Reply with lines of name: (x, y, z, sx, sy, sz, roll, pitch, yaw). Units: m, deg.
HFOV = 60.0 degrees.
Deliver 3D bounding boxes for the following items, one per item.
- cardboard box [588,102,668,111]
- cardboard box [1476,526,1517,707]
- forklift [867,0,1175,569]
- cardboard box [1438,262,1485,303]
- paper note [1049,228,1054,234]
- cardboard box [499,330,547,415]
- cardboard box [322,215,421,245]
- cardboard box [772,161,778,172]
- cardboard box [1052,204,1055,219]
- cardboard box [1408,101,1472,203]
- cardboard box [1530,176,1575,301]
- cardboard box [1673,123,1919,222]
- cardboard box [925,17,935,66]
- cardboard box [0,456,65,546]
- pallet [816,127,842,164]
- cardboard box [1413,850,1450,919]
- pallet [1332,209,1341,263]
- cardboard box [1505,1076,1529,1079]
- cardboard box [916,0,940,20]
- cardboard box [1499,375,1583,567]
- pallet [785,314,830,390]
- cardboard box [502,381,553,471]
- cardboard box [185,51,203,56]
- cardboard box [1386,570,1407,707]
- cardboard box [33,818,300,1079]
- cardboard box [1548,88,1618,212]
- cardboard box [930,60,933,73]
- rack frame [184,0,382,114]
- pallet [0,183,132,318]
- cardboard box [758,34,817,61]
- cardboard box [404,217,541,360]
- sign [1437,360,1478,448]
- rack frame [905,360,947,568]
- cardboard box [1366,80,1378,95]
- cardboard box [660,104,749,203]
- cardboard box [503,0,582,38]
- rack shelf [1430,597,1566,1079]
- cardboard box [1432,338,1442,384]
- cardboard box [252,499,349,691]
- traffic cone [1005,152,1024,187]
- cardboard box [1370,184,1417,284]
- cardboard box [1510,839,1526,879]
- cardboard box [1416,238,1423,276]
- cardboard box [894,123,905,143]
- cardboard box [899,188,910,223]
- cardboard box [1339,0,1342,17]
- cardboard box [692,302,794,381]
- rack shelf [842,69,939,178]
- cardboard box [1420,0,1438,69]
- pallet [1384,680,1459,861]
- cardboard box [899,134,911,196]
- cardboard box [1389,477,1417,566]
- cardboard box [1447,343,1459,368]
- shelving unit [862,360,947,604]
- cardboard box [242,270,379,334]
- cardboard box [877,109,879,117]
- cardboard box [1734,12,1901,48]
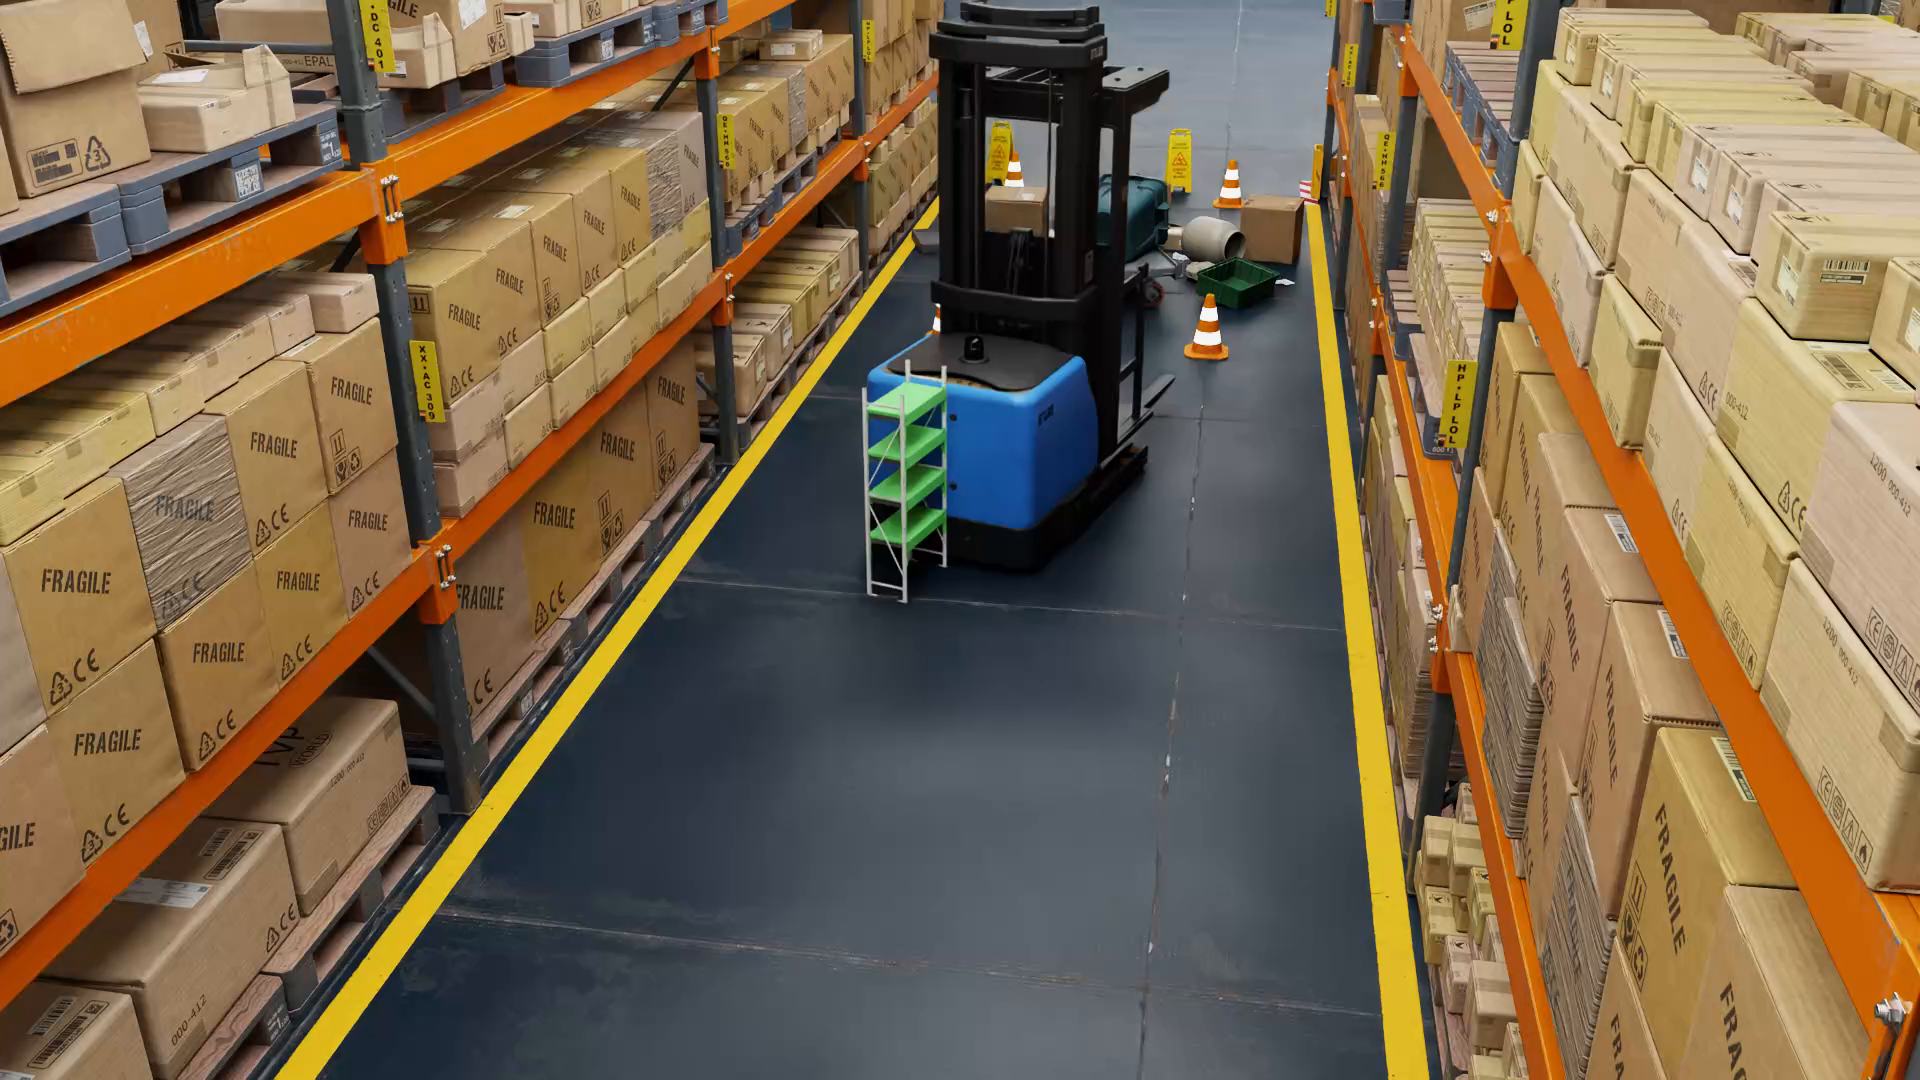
cardboard box: (-2.143, -2.470, 10.525, 0.500, 0.500, 0.500, 3, 25, 7)
cardboard box: (1.900, 0.300, 5.101, 0.500, 0.500, 0.500, 4, 25, 9)
forklift: (0.557, -1.761, 10.055, 1.130, 2.935, 3.031, 11, 27, 23)
cardboard box: (2.477, -1.206, 7.887, 0.380, 0.149, 0.250, 5, 26, 10)
paper note: (0.887, -3.008, 16.155, 0.148, 0.019, 0.142, 13, 28, 26)
cardboard box: (-2.189, -0.761, 7.424, 0.500, 0.250, 0.500, 4, 25, 9)
cardboard box: (-2.694, -1.137, 7.343, 0.500, 0.500, 0.500, 5, 25, 10)
cardboard box: (-1.501, -2.658, 11.691, 0.380, 0.149, 0.250, 5, 26, 11)
cardboard box: (1.144, -3.257, 16.534, 0.380, 0.149, 0.250, 19, 31, 35)
cardboard box: (3.041, -2.275, 9.775, 0.700, 0.500, 0.500, 4, 25, 8)
cardboard box: (1.895, -0.822, 4.606, 0.500, 0.250, 0.500, 4, 25, 8)
cardboard box: (1.688, -0.743, 3.378, 0.380, 0.149, 0.250, 3, 25, 7)
cardboard box: (-0.539, -4.961, 16.342, 0.500, 0.500, 0.500, 4, 25, 9)
cardboard box: (-2.624, -0.112, 4.387, 0.380, 0.149, 0.250, 3, 25, 7)
pallet: (-1.557, -3.167, 13.204, 1.003, 0.211, 1.213, 4, 25, 9)
cardboard box: (1.927, 1.314, 6.272, 0.380, 0.149, 0.250, 3, 25, 6)
pallet: (4.010, -2.824, 15.535, 1.003, 0.211, 1.213, 4, 25, 9)
cardboard box: (1.762, 1.696, 4.754, 0.380, 0.149, 0.250, 4, 25, 9)
cardboard box: (-0.575, -5.209, 15.692, 0.700, 0.500, 0.500, 4, 25, 8)
cardboard box: (1.920, -0.160, 4.905, 0.500, 0.500, 0.500, 3, 25, 7)
pallet: (-1.612, -1.463, 12.627, 1.003, 0.211, 1.213, 4, 25, 9)
cardboard box: (-2.181, -0.532, 7.525, 0.500, 0.250, 0.500, 3, 25, 7)
cardboard box: (-6.551, -4.004, 13.883, 0.380, 0.149, 0.250, 3, 25, 7)
cardboard box: (2.260, 0.484, 7.632, 0.500, 0.500, 0.500, 3, 25, 7)
cardboard box: (-2.951, 1.382, 5.786, 0.875, 0.438, 0.875, 3, 25, 7)
cardboard box: (1.902, -1.041, 4.485, 0.500, 0.250, 0.500, 4, 25, 8)
cardboard box: (-0.480, -4.732, 16.617, 0.380, 0.149, 0.250, 4, 25, 8)
rack frame: (-2.596, -2.935, 5.405, 1.000, 3.000, 0.127, 4, 25, 9)
pallet: (-2.942, -0.686, 4.243, 1.003, 0.211, 1.213, 4, 25, 9)
cardboard box: (-1.263, -3.613, 12.202, 0.380, 0.149, 0.250, 3, 25, 6)
cardboard box: (-2.185, -1.095, 7.253, 0.500, 0.500, 0.500, 4, 25, 8)
sign: (1.755, -0.478, 5.868, 0.100, 0.325, 0.005, 4, 25, 9)
rack frame: (-0.184, -0.408, 9.207, 0.240, 1.200, 0.015, 12, 27, 23)
cardboard box: (3.660, -3.486, 13.482, 0.875, 0.550, 0.550, 4, 25, 9)
cardboard box: (-1.641, -2.433, 10.445, 0.500, 0.500, 0.500, 3, 25, 7)
cardboard box: (-1.952, -2.445, 7.561, 0.396, 0.266, 0.258, 6, 26, 13)
rack shelf: (1.977, 1.245, 4.400, 1.077, 0.370, 4.000, 4, 25, 9)
cardboard box: (2.426, -0.830, 7.785, 0.380, 0.149, 0.250, 3, 25, 7)
cardboard box: (-2.499, 0.164, 5.743, 0.500, 0.500, 0.500, 3, 25, 7)
traffic cone: (0.567, -3.818, 17.361, 0.336, 0.463, 0.334, 4, 25, 9)
cardboard box: (2.766, -1.842, 10.029, 0.500, 0.500, 0.500, 4, 25, 9)
cardboard box: (1.767, 0.847, 4.699, 0.380, 0.149, 0.250, 5, 26, 11)
cardboard box: (2.638, -1.499, 8.864, 0.380, 0.149, 0.250, 5, 26, 11)
cardboard box: (-0.723, -3.746, 15.313, 0.380, 0.149, 0.250, 5, 26, 12)
cardboard box: (-0.766, -3.182, 15.759, 0.500, 0.250, 0.500, 4, 25, 8)
cardboard box: (4.166, -5.340, 16.170, 0.875, 0.550, 0.550, 4, 25, 9)
cardboard box: (-1.728, -1.435, 11.883, 0.950, 0.372, 0.625, 4, 25, 8)
rack shelf: (-0.962, -4.074, 15.764, 1.077, 0.370, 4.000, 4, 25, 9)
cardboard box: (2.527, -2.564, 8.032, 0.500, 0.500, 0.500, 4, 25, 9)
pallet: (2.429, 1.020, 7.321, 1.003, 0.211, 1.213, 4, 25, 9)
cardboard box: (-0.764, -3.517, 15.590, 0.500, 0.500, 0.500, 5, 26, 11)
cardboard box: (2.345, -0.080, 7.951, 0.500, 0.250, 0.500, 3, 25, 6)
cardboard box: (2.343, -0.745, 7.254, 0.380, 0.149, 0.250, 3, 25, 6)
shelving unit: (-0.290, -0.315, 9.008, 0.258, 1.200, 0.503, 12, 27, 23)
cardboard box: (-2.333, -0.859, 5.984, 0.380, 0.149, 0.250, 4, 25, 7)
cardboard box: (-0.918, -3.782, 14.587, 0.380, 0.149, 0.250, 4, 25, 8)
cardboard box: (2.523, -1.465, 4.920, 0.380, 0.149, 0.250, 3, 25, 6)
